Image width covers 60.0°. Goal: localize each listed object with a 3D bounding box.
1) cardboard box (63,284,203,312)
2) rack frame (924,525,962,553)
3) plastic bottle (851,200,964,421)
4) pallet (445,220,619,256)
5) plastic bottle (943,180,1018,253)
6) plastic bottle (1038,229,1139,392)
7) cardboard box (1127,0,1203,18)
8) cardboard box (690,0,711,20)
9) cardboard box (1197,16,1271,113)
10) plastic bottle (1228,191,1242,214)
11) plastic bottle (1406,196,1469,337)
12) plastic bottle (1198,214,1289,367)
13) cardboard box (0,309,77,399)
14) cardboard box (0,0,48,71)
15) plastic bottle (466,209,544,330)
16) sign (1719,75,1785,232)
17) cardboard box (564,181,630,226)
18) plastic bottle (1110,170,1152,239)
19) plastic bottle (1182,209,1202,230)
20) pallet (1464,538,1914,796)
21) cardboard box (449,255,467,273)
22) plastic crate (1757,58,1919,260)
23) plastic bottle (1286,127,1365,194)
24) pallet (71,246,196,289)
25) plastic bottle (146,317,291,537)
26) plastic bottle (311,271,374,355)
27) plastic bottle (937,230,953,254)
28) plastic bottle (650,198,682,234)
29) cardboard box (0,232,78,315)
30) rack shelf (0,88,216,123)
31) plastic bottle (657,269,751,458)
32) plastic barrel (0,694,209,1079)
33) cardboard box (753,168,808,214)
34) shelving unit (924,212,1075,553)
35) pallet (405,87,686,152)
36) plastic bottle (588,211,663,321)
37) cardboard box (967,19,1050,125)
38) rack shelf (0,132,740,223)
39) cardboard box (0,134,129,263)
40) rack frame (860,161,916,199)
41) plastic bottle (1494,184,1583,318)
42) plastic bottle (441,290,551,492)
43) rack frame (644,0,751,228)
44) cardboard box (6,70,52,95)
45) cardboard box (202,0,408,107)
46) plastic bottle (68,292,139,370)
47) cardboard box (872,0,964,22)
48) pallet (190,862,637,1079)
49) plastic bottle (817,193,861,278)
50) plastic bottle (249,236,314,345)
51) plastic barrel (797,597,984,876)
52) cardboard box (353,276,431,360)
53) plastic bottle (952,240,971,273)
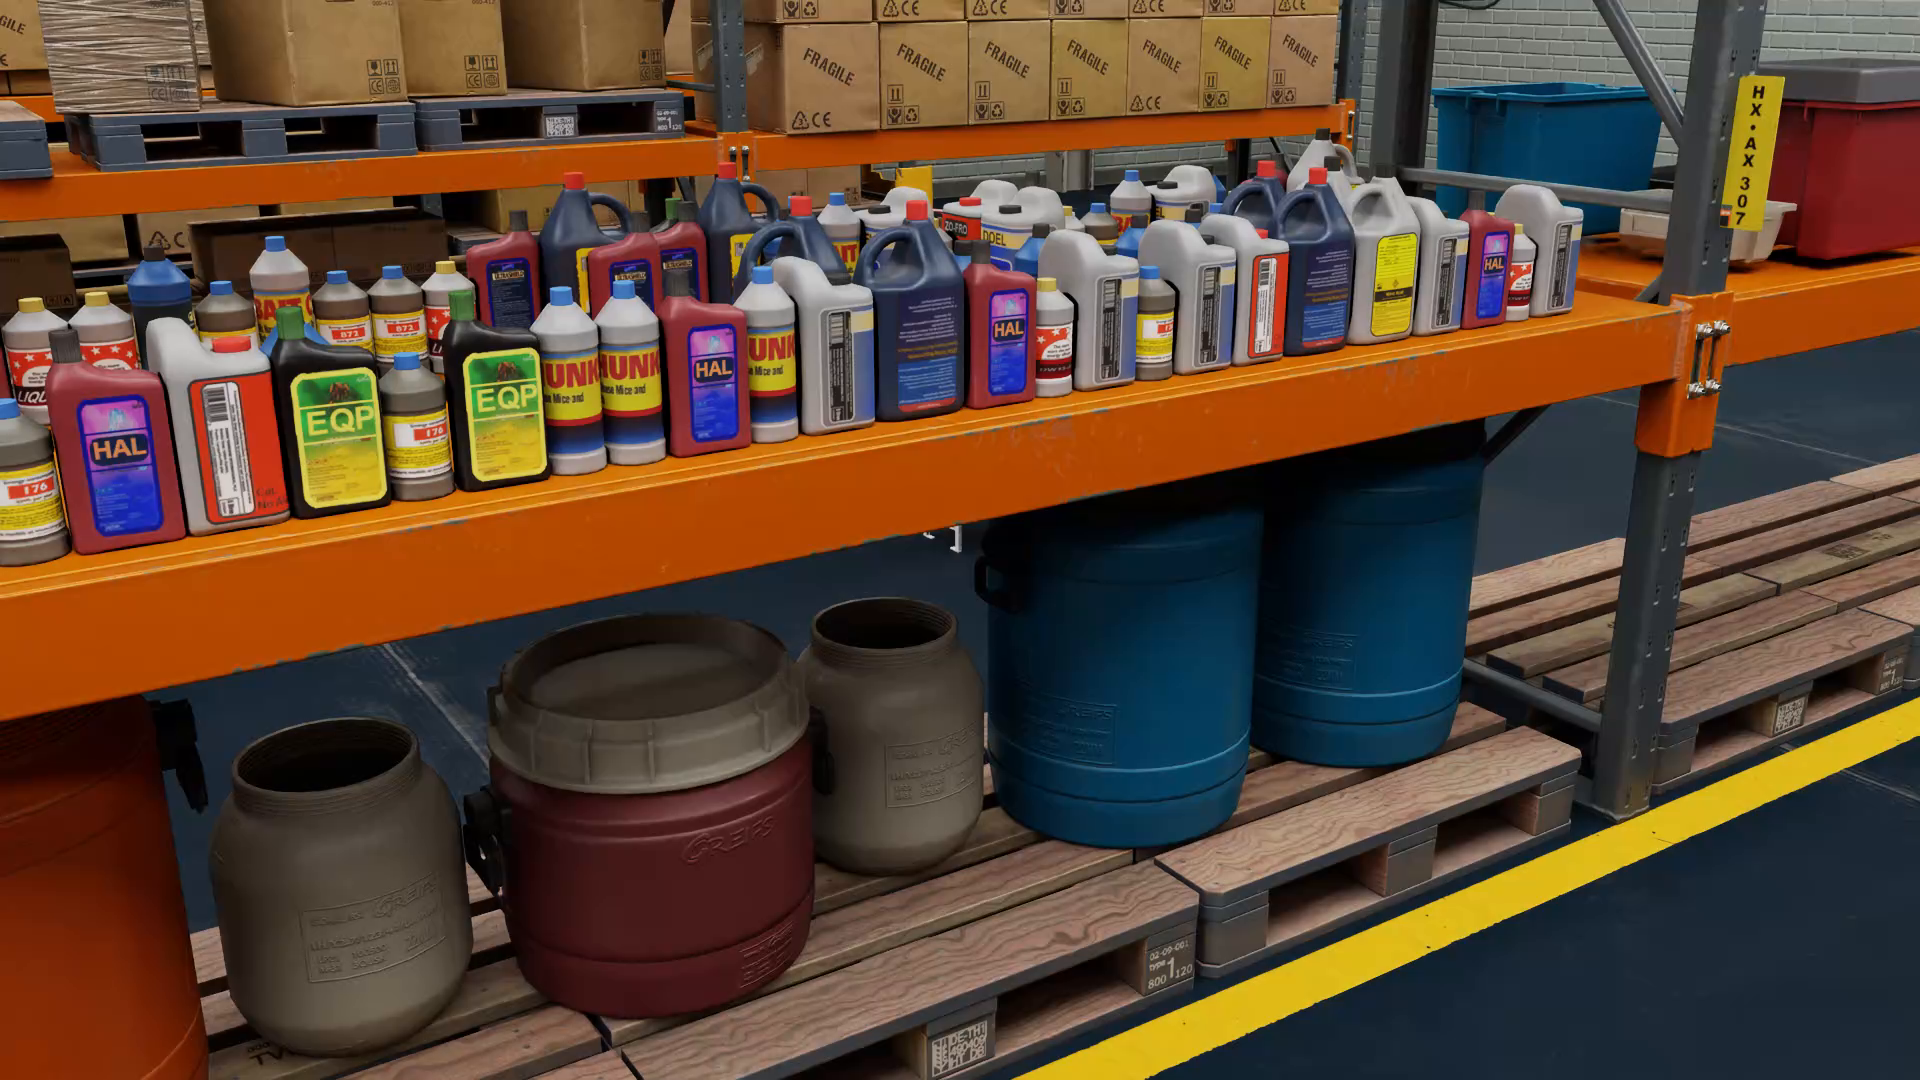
[{"bbox_3d":[-3.561,-0.819,7.201,0.500,0.500,0.500,-13,23,-33],"label":"cardboard box"},{"bbox_3d":[-0.066,-0.555,6.012,0.015,1.200,0.240,-12,22,-31],"label":"rack frame"},{"bbox_3d":[-0.091,-0.389,2.788,0.185,0.351,0.144,-12,22,-31],"label":"plastic bottle"},{"bbox_3d":[-3.354,-2.297,12.711,1.213,0.211,1.003,-12,22,-31],"label":"pallet"},{"bbox_3d":[0.047,-0.654,3.689,0.135,0.276,0.152,-12,22,-31],"label":"plastic bottle"},{"bbox_3d":[0.233,-0.423,3.006,0.135,0.276,0.152,-12,22,-31],"label":"plastic bottle"},{"bbox_3d":[0.964,-3.073,8.933,0.500,0.500,0.500,-11,22,-30],"label":"cardboard box"},{"bbox_3d":[-1.024,-2.860,8.305,0.500,0.500,0.500,-12,22,-31],"label":"cardboard box"},{"bbox_3d":[1.381,-2.689,9.359,0.500,0.500,0.500,-12,22,-31],"label":"cardboard box"},{"bbox_3d":[0.678,-0.762,4.126,0.097,0.201,0.097,0,19,0],"label":"plastic bottle"},{"bbox_3d":[0.960,-0.576,3.460,0.135,0.276,0.152,-12,22,-31],"label":"plastic bottle"},{"bbox_3d":[0.539,-0.488,3.197,0.135,0.276,0.152,-12,22,-31],"label":"plastic bottle"},{"bbox_3d":[-3.673,-0.598,6.547,0.500,0.500,0.500,-13,23,-33],"label":"cardboard box"},{"bbox_3d":[-5.969,-3.193,10.353,0.500,0.500,0.500,-12,22,-32],"label":"cardboard box"},{"bbox_3d":[-0.866,-0.482,3.170,0.133,0.283,0.061,-12,22,-31],"label":"plastic bottle"},{"bbox_3d":[1.718,-0.839,3.611,0.005,0.325,0.100,-12,22,-31],"label":"sign"},{"bbox_3d":[-2.929,-2.712,12.830,0.500,0.500,0.700,-12,22,-32],"label":"cardboard box"},{"bbox_3d":[0.403,-0.737,3.943,0.097,0.271,0.097,0,19,0],"label":"plastic bottle"},{"bbox_3d":[0.455,-0.515,3.287,0.097,0.271,0.097,0,19,0],"label":"plastic bottle"},{"bbox_3d":[2.010,0.326,4.952,1.213,0.211,1.003,-12,22,-31],"label":"pallet"},{"bbox_3d":[-2.282,-1.088,7.996,0.500,0.500,0.500,-12,22,-31],"label":"cardboard box"},{"bbox_3d":[2.301,-1.004,4.338,0.583,0.464,0.402,-12,22,-31],"label":"plastic crate"},{"bbox_3d":[0.911,-0.850,4.151,0.185,0.351,0.144,-12,22,-31],"label":"plastic bottle"},{"bbox_3d":[-5.655,-1.812,11.275,1.213,0.211,1.003,-12,22,-31],"label":"pallet"},{"bbox_3d":[-0.998,-0.163,2.238,0.135,0.276,0.152,-12,22,-31],"label":"plastic bottle"},{"bbox_3d":[-1.115,-0.384,3.007,0.097,0.201,0.097,0,19,0],"label":"plastic bottle"},{"bbox_3d":[-0.062,-0.548,3.491,0.097,0.201,0.097,0,19,0],"label":"plastic bottle"},{"bbox_3d":[-0.600,-0.538,3.336,0.133,0.283,0.061,-12,22,-31],"label":"plastic bottle"},{"bbox_3d":[-3.948,-1.094,6.844,0.500,0.250,0.500,-11,22,-29],"label":"cardboard box"},{"bbox_3d":[-5.702,-2.812,11.003,4.000,0.370,1.077,-12,22,-31],"label":"rack shelf"},{"bbox_3d":[-0.394,-0.277,2.562,0.133,0.283,0.061,-12,22,-31],"label":"plastic bottle"},{"bbox_3d":[-1.525,0.588,2.556,0.708,0.830,0.600,-12,22,-31],"label":"plastic barrel"},{"bbox_3d":[-1.639,-2.986,13.642,0.500,0.500,0.700,-12,22,-32],"label":"cardboard box"},{"bbox_3d":[0.138,-0.598,6.139,0.503,1.200,0.258,-12,22,-31],"label":"shelving unit"},{"bbox_3d":[-2.032,-1.978,7.713,1.213,0.211,1.003,-12,22,-31],"label":"pallet"},{"bbox_3d":[-0.632,-0.476,3.152,0.133,0.283,0.061,-12,22,-31],"label":"plastic bottle"},{"bbox_3d":[0.116,-2.424,8.575,0.500,0.500,0.500,-12,22,-32],"label":"cardboard box"},{"bbox_3d":[-2.975,-1.488,7.086,4.000,0.370,1.077,-12,22,-31],"label":"rack shelf"},{"bbox_3d":[-5.951,-2.228,10.853,0.750,0.750,0.750,-12,22,-32],"label":"cardboard box"},{"bbox_3d":[-0.691,-4.210,14.014,0.127,3.000,1.000,-12,22,-31],"label":"rack frame"},{"bbox_3d":[1.266,-0.641,3.650,0.135,0.276,0.152,-12,22,-31],"label":"plastic bottle"},{"bbox_3d":[-0.669,-0.219,2.391,0.133,0.283,0.061,-12,22,-31],"label":"plastic bottle"},{"bbox_3d":[-1.304,-2.181,8.012,0.127,3.000,1.000,-12,22,-31],"label":"rack frame"},{"bbox_3d":[-5.911,-2.921,10.563,0.250,0.149,0.380,-12,22,-31],"label":"cardboard box"},{"bbox_3d":[-2.746,-2.100,6.960,0.700,0.500,0.500,16,24,39],"label":"cardboard box"},{"bbox_3d":[-1.440,-0.315,2.804,0.097,0.201,0.097,0,19,0],"label":"plastic bottle"},{"bbox_3d":[-0.325,-2.801,8.128,0.500,0.500,0.500,-13,22,-33],"label":"cardboard box"},{"bbox_3d":[-1.288,1.020,2.898,1.213,0.211,1.003,-12,22,-31],"label":"pallet"},{"bbox_3d":[-0.258,-0.598,3.530,0.097,0.271,0.097,0,19,0],"label":"plastic bottle"},{"bbox_3d":[-1.196,-0.400,2.945,0.097,0.271,0.097,0,19,0],"label":"plastic bottle"},{"bbox_3d":[-0.159,0.416,3.560,0.421,0.512,0.421,0,19,0],"label":"plastic barrel"},{"bbox_3d":[-2.395,-0.869,7.347,0.500,0.500,0.500,-12,22,-31],"label":"cardboard box"},{"bbox_3d":[0.006,-0.386,2.903,0.097,0.271,0.097,0,19,0],"label":"plastic bottle"}]
